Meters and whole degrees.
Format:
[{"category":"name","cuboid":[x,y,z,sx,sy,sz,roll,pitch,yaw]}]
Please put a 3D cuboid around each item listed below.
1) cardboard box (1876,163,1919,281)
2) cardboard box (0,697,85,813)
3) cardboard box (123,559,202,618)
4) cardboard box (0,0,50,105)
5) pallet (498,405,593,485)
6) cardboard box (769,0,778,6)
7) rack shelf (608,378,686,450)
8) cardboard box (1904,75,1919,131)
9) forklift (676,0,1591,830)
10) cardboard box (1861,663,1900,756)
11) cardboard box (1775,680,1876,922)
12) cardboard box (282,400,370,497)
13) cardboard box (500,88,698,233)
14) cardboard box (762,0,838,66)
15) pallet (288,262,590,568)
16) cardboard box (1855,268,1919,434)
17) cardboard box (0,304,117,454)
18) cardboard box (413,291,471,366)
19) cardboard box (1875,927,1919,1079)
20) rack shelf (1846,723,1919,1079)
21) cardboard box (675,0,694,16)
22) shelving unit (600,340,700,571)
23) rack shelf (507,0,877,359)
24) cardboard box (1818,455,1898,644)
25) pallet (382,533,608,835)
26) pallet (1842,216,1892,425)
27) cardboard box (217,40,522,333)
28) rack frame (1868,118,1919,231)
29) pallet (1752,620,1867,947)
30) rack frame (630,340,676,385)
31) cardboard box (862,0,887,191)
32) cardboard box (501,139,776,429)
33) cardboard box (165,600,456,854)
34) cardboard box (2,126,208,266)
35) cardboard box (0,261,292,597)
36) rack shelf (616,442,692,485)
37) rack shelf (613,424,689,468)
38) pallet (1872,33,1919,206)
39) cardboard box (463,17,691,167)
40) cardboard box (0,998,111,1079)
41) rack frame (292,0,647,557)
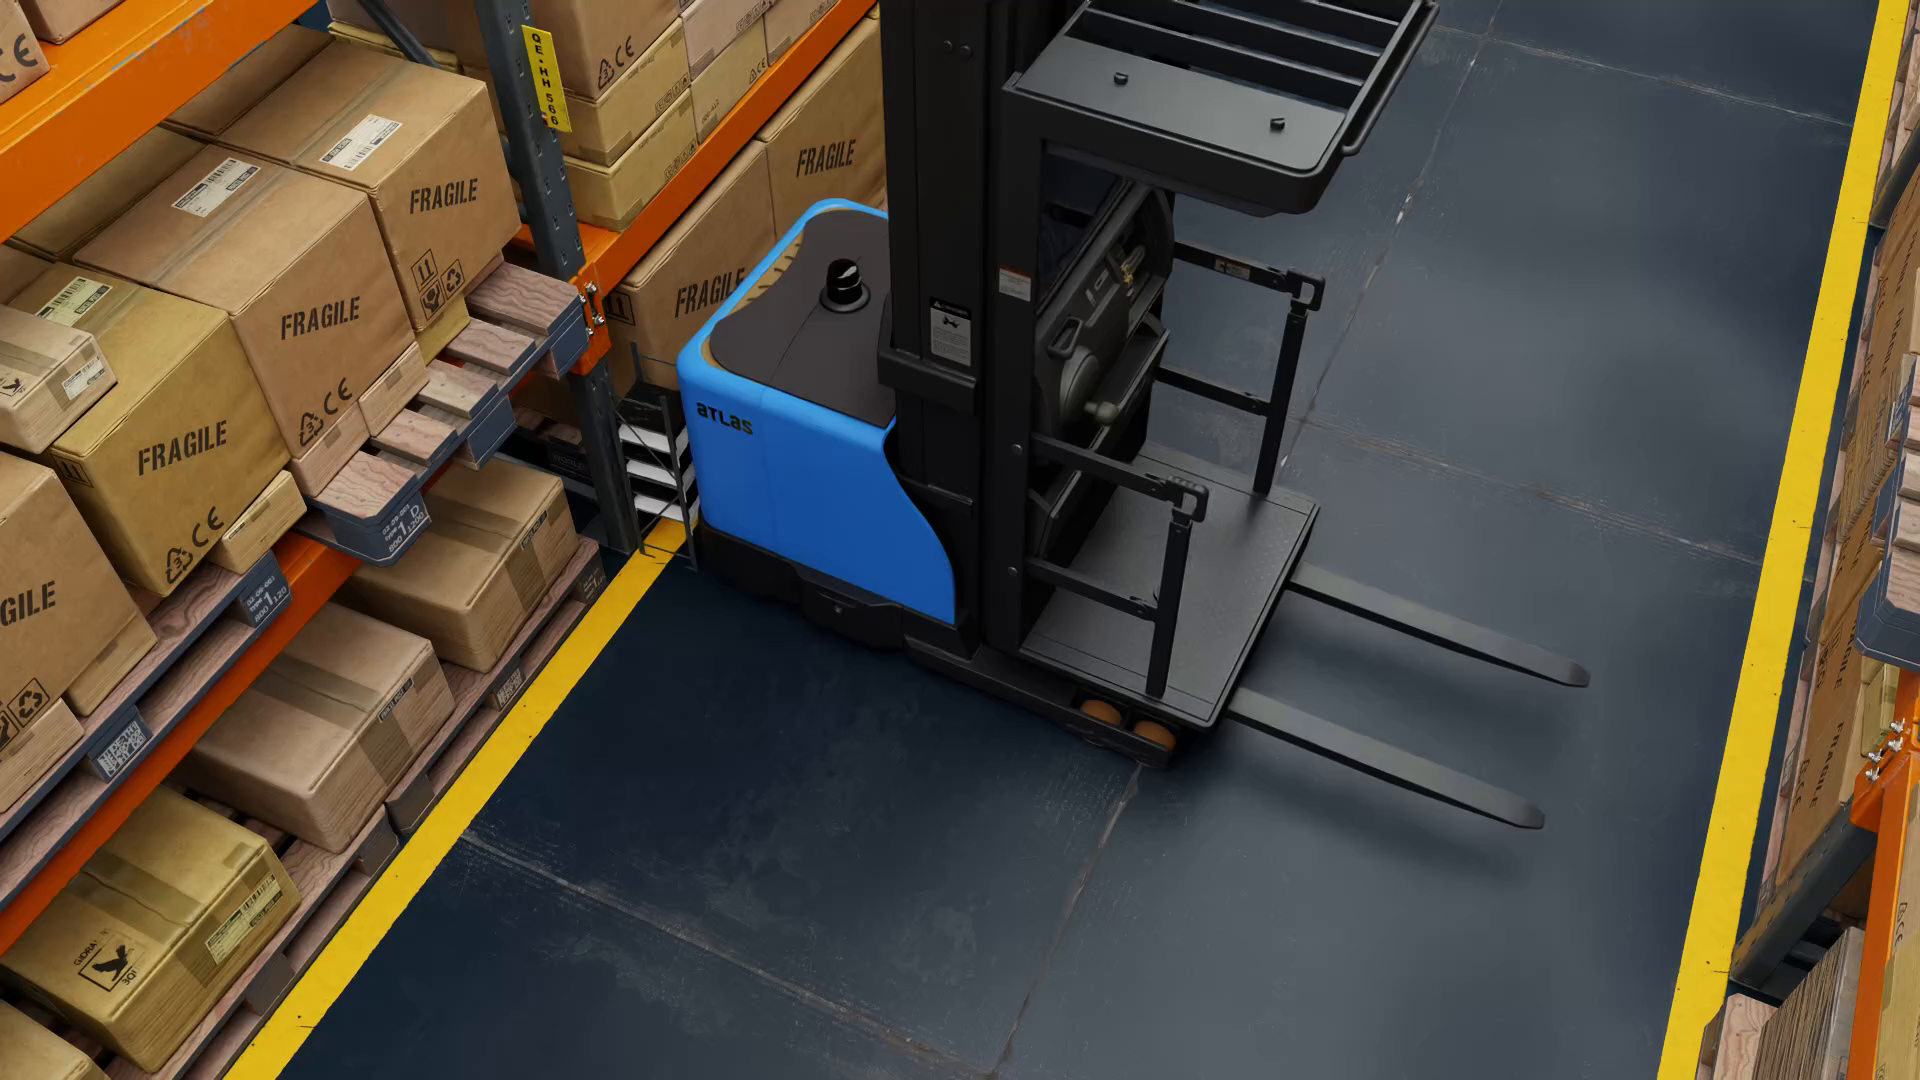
[{"category":"cardboard box","cuboid":[4.131,-1.320,6.770,0.500,0.500,0.500,22,53,18]},{"category":"cardboard box","cuboid":[-2.262,0.421,3.811,0.380,0.149,0.250,22,53,17]},{"category":"cardboard box","cuboid":[-2.141,0.028,4.146,0.380,0.149,0.250,20,53,16]},{"category":"cardboard box","cuboid":[-2.283,-1.058,3.144,0.797,0.503,0.637,20,52,16]},{"category":"pallet","cuboid":[-1.252,-0.727,6.730,1.003,0.211,1.213,20,52,16]},{"category":"cardboard box","cuboid":[-0.771,-2.189,5.913,0.500,0.250,0.500,20,52,16]},{"category":"rack shelf","cuboid":[-1.045,-0.435,5.719,0.258,0.077,0.200,16,52,13]},{"category":"cardboard box","cuboid":[4.514,-1.946,7.532,0.380,0.149,0.250,18,52,15]},{"category":"forklift","cuboid":[0.616,-0.651,4.880,3.031,2.935,1.130,21,53,17]},{"category":"cardboard box","cuboid":[2.815,0.541,4.759,0.380,0.149,0.250,17,52,14]},{"category":"cardboard box","cuboid":[2.819,0.813,4.954,0.500,0.500,0.500,21,53,17]},{"category":"cardboard box","cuboid":[-1.815,-0.298,4.423,0.380,0.149,0.250,18,52,14]},{"category":"cardboard box","cuboid":[-1.220,-1.319,5.501,0.500,0.250,0.500,19,52,15]},{"category":"cardboard box","cuboid":[-0.788,-2.038,6.113,0.500,0.250,0.500,21,53,17]},{"category":"pallet","cuboid":[-1.865,-0.525,4.853,1.213,0.211,1.003,20,52,16]},{"category":"cardboard box","cuboid":[3.696,-0.608,6.164,0.500,0.500,0.500,18,52,15]},{"category":"cardboard box","cuboid":[-2.101,-0.369,3.632,0.380,0.149,0.250,18,52,14]},{"category":"cardboard box","cuboid":[-1.633,-0.657,4.728,0.380,0.149,0.250,21,53,17]},{"category":"cardboard box","cuboid":[2.203,1.119,3.426,0.500,0.250,0.500,19,52,15]},{"category":"rack shelf","cuboid":[1.978,2.110,2.957,1.077,0.370,4.000,20,52,16]},{"category":"cardboard box","cuboid":[-1.022,-2.074,5.323,0.500,0.500,0.500,20,52,16]},{"category":"shelving unit","cuboid":[-1.045,-0.282,5.899,0.258,0.900,0.210,16,52,13]},{"category":"rack shelf","cuboid":[-0.802,-2.256,6.673,1.077,0.370,4.000,20,52,16]},{"category":"cardboard box","cuboid":[3.263,0.110,5.552,0.500,0.500,0.500,22,53,18]},{"category":"pallet","cuboid":[-1.992,0.329,5.832,1.003,0.211,1.213,20,52,16]},{"category":"pallet","cuboid":[4.228,-0.778,6.774,1.003,0.211,1.213,20,52,16]},{"category":"cardboard box","cuboid":[-1.600,-0.974,4.572,0.500,0.500,0.500,18,52,15]},{"category":"rack frame","cuboid":[4.541,-2.254,6.199,1.000,3.000,0.127,20,52,16]},{"category":"pallet","cuboid":[3.186,0.902,5.344,1.003,0.211,1.213,20,52,16]},{"category":"rack frame","cuboid":[-1.009,-0.354,5.960,0.240,0.900,0.006,16,52,13]},{"category":"cardboard box","cuboid":[-0.519,-2.237,7.303,0.875,0.875,0.875,21,53,17]},{"category":"cardboard box","cuboid":[-1.287,-1.009,6.258,0.875,0.875,0.875,19,52,16]},{"category":"cardboard box","cuboid":[-2.215,0.500,5.305,0.950,0.372,0.625,19,52,15]},{"category":"cardboard box","cuboid":[-2.275,-0.782,4.409,0.500,0.500,0.500,22,53,18]},{"category":"cardboard box","cuboid":[-2.025,-0.266,3.970,0.500,0.500,0.500,17,52,14]},{"category":"rack shelf","cuboid":[-1.045,-0.319,5.856,0.258,0.077,0.200,16,52,13]},{"category":"rack shelf","cuboid":[-1.045,-0.377,5.787,0.258,0.077,0.200,16,52,13]},{"category":"pallet","cuboid":[4.836,-1.823,7.663,1.003,0.211,1.213,20,52,16]},{"category":"cardboard box","cuboid":[-1.217,-1.494,5.322,0.500,0.250,0.500,19,52,16]},{"category":"cardboard box","cuboid":[-2.840,1.499,4.454,0.950,0.372,0.625,23,53,18]},{"category":"rack frame","cuboid":[-1.657,-1.112,5.227,1.000,3.000,0.127,20,52,16]}]
